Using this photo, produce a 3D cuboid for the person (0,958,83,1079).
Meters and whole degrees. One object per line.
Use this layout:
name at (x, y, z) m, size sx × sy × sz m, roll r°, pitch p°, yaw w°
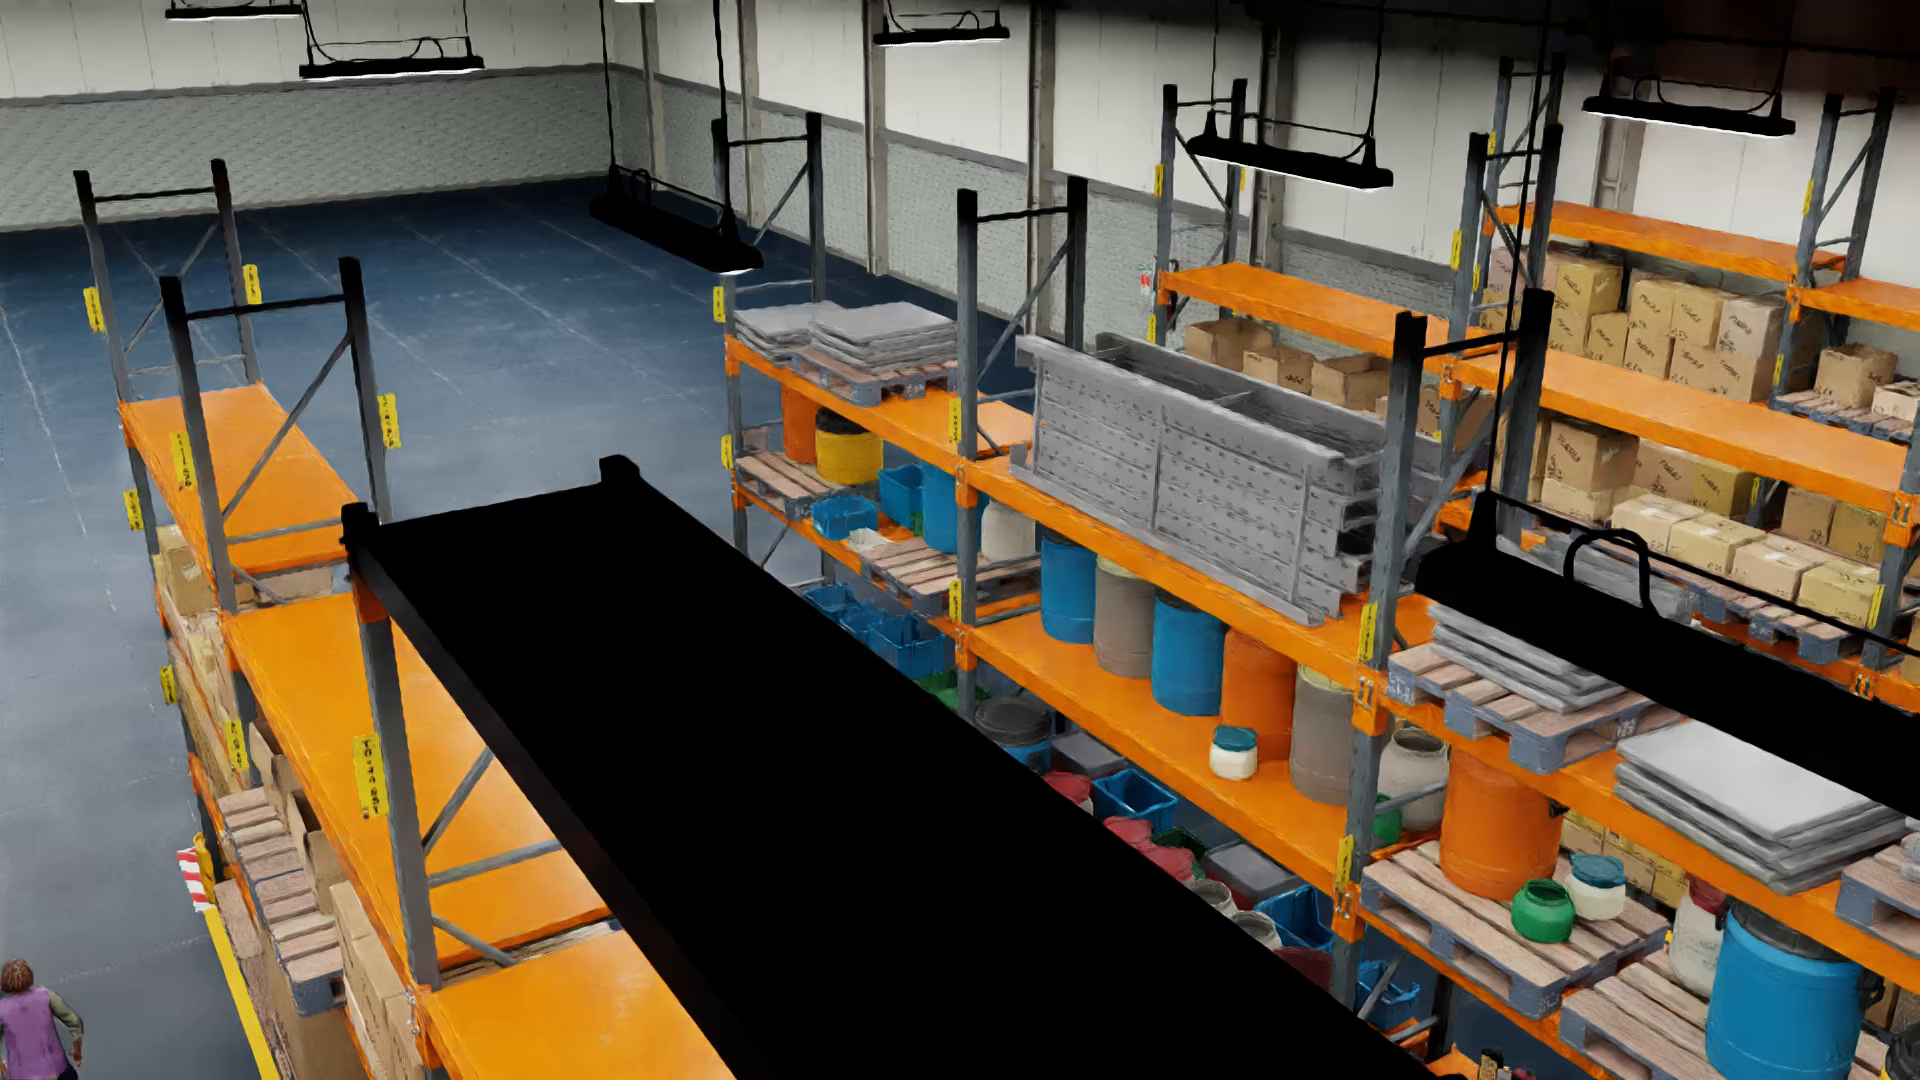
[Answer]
person at (-5.947, 3.436, 10.777) m, size 0.566 × 1.540 × 0.516 m, roll -14°, pitch 26°, yaw -32°
